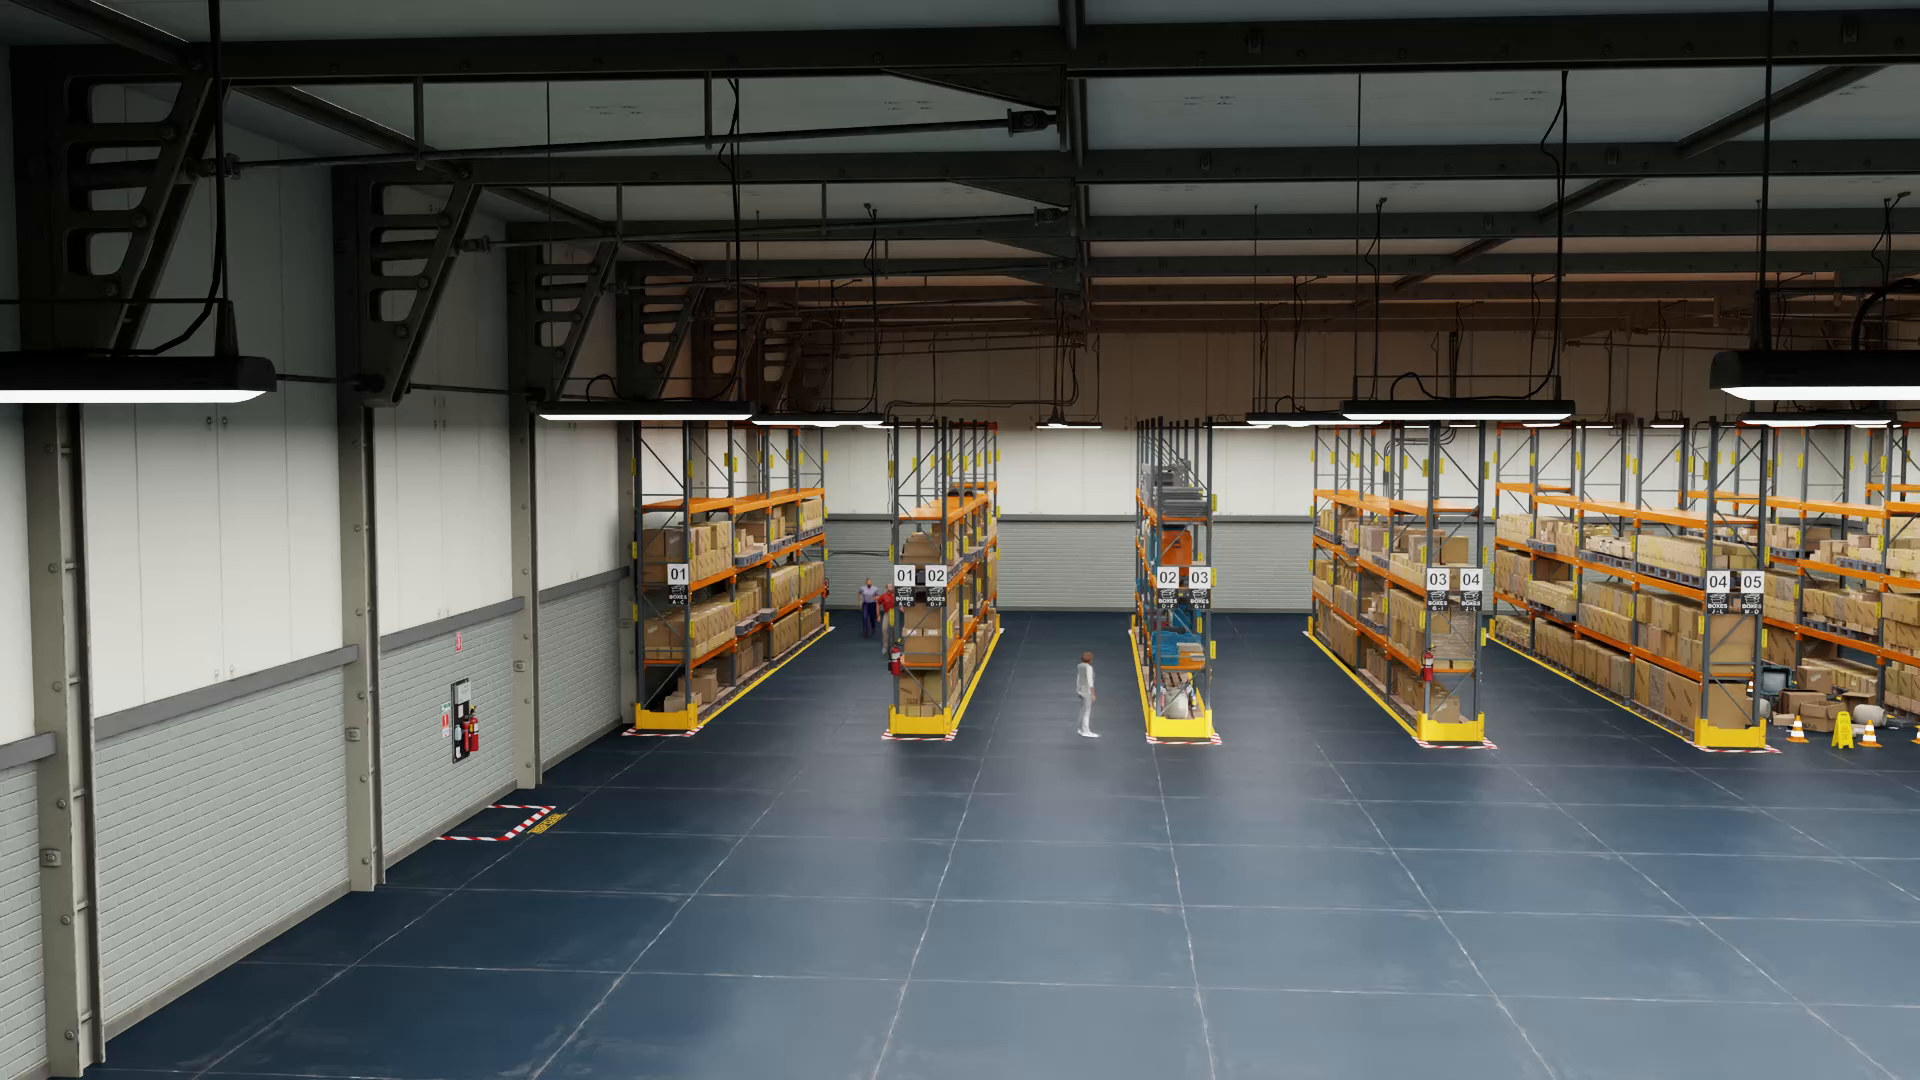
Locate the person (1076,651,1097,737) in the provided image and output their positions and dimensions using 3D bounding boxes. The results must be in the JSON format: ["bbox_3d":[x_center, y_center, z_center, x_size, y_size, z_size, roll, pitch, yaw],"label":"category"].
[{"bbox_3d":[2.363,2.917,31.243,0.332,1.659,0.501,-2,4,-26],"label":"person"}]

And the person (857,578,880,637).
[{"bbox_3d":[-2.569,1.860,46.356,0.658,1.600,0.993,0,4,6],"label":"person"}]

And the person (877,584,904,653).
[{"bbox_3d":[-1.759,1.978,42.372,0.747,1.706,0.985,0,4,5],"label":"person"}]
